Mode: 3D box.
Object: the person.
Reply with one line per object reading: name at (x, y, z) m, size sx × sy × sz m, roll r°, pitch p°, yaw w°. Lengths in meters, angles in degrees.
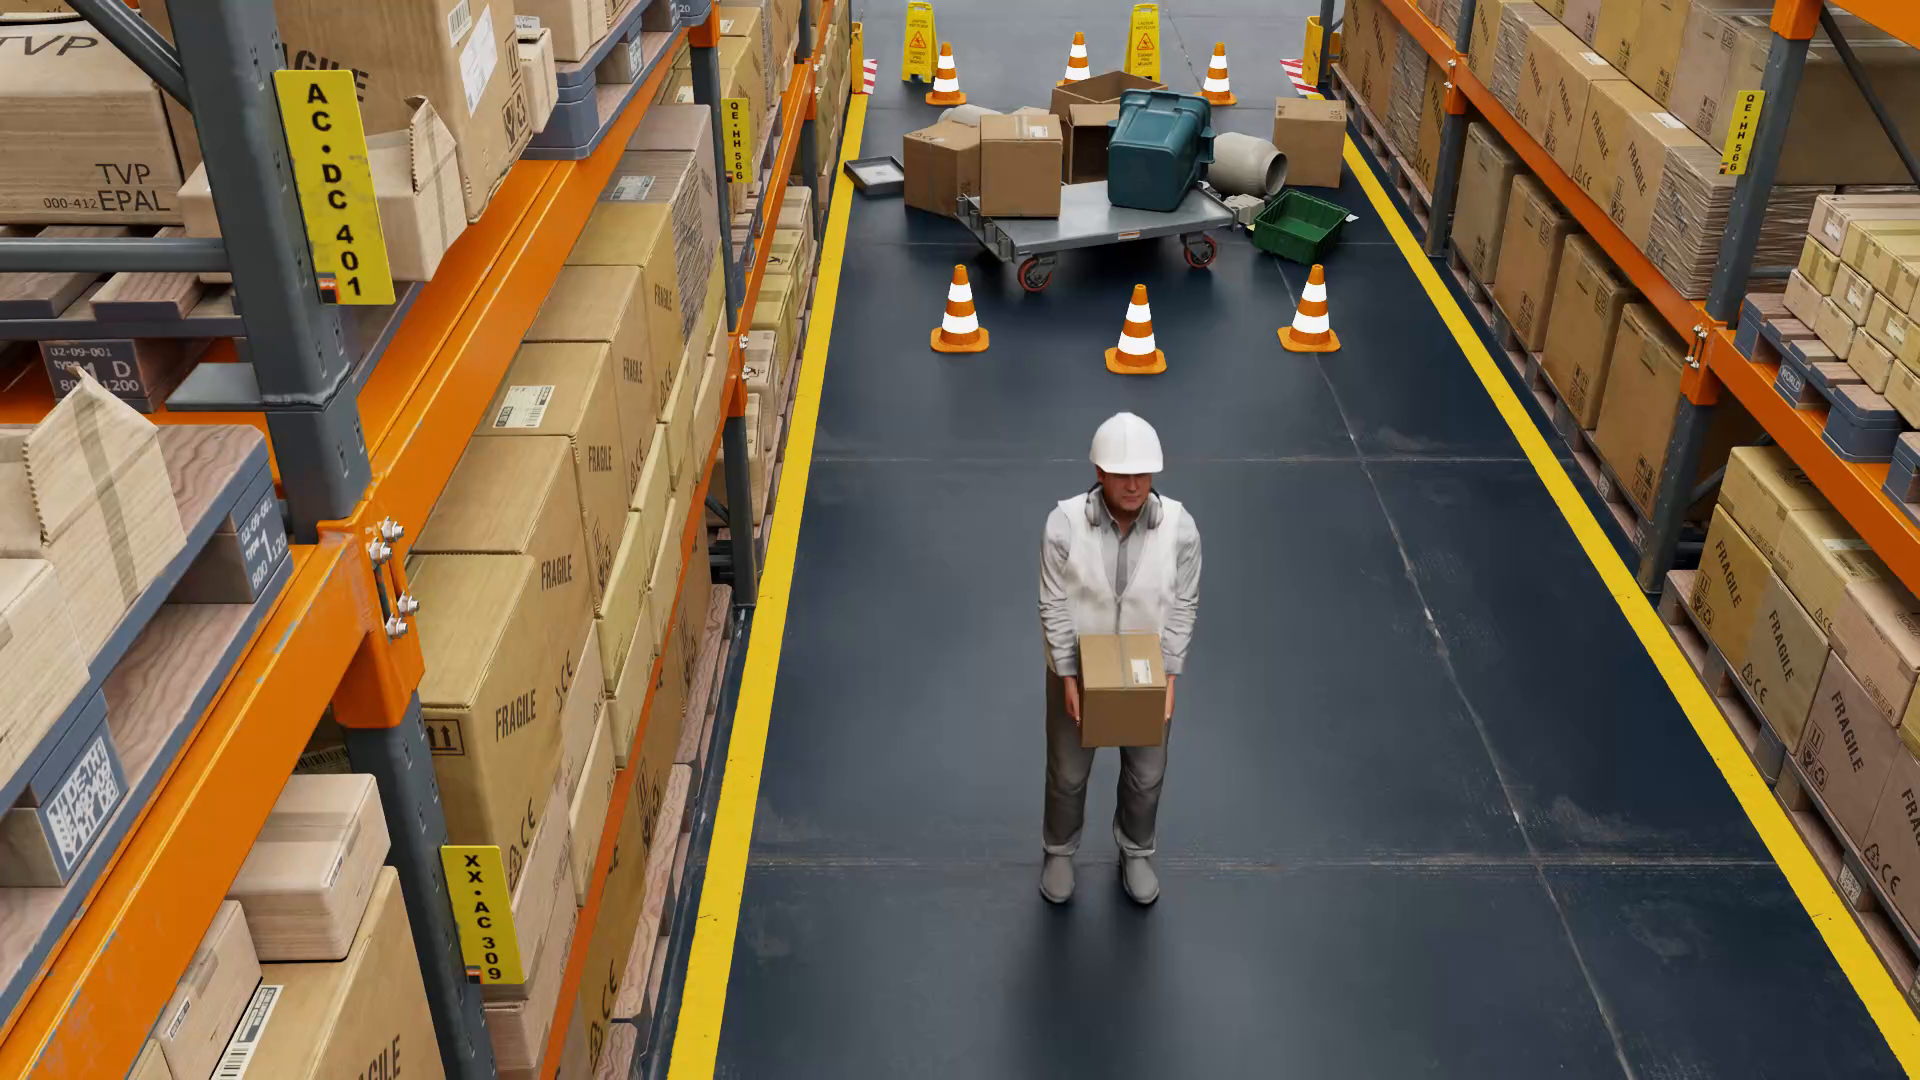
person at (0.502, 0.452, 5.364) m, size 0.514 × 1.775 × 0.541 m, roll 0°, pitch 31°, yaw -1°
